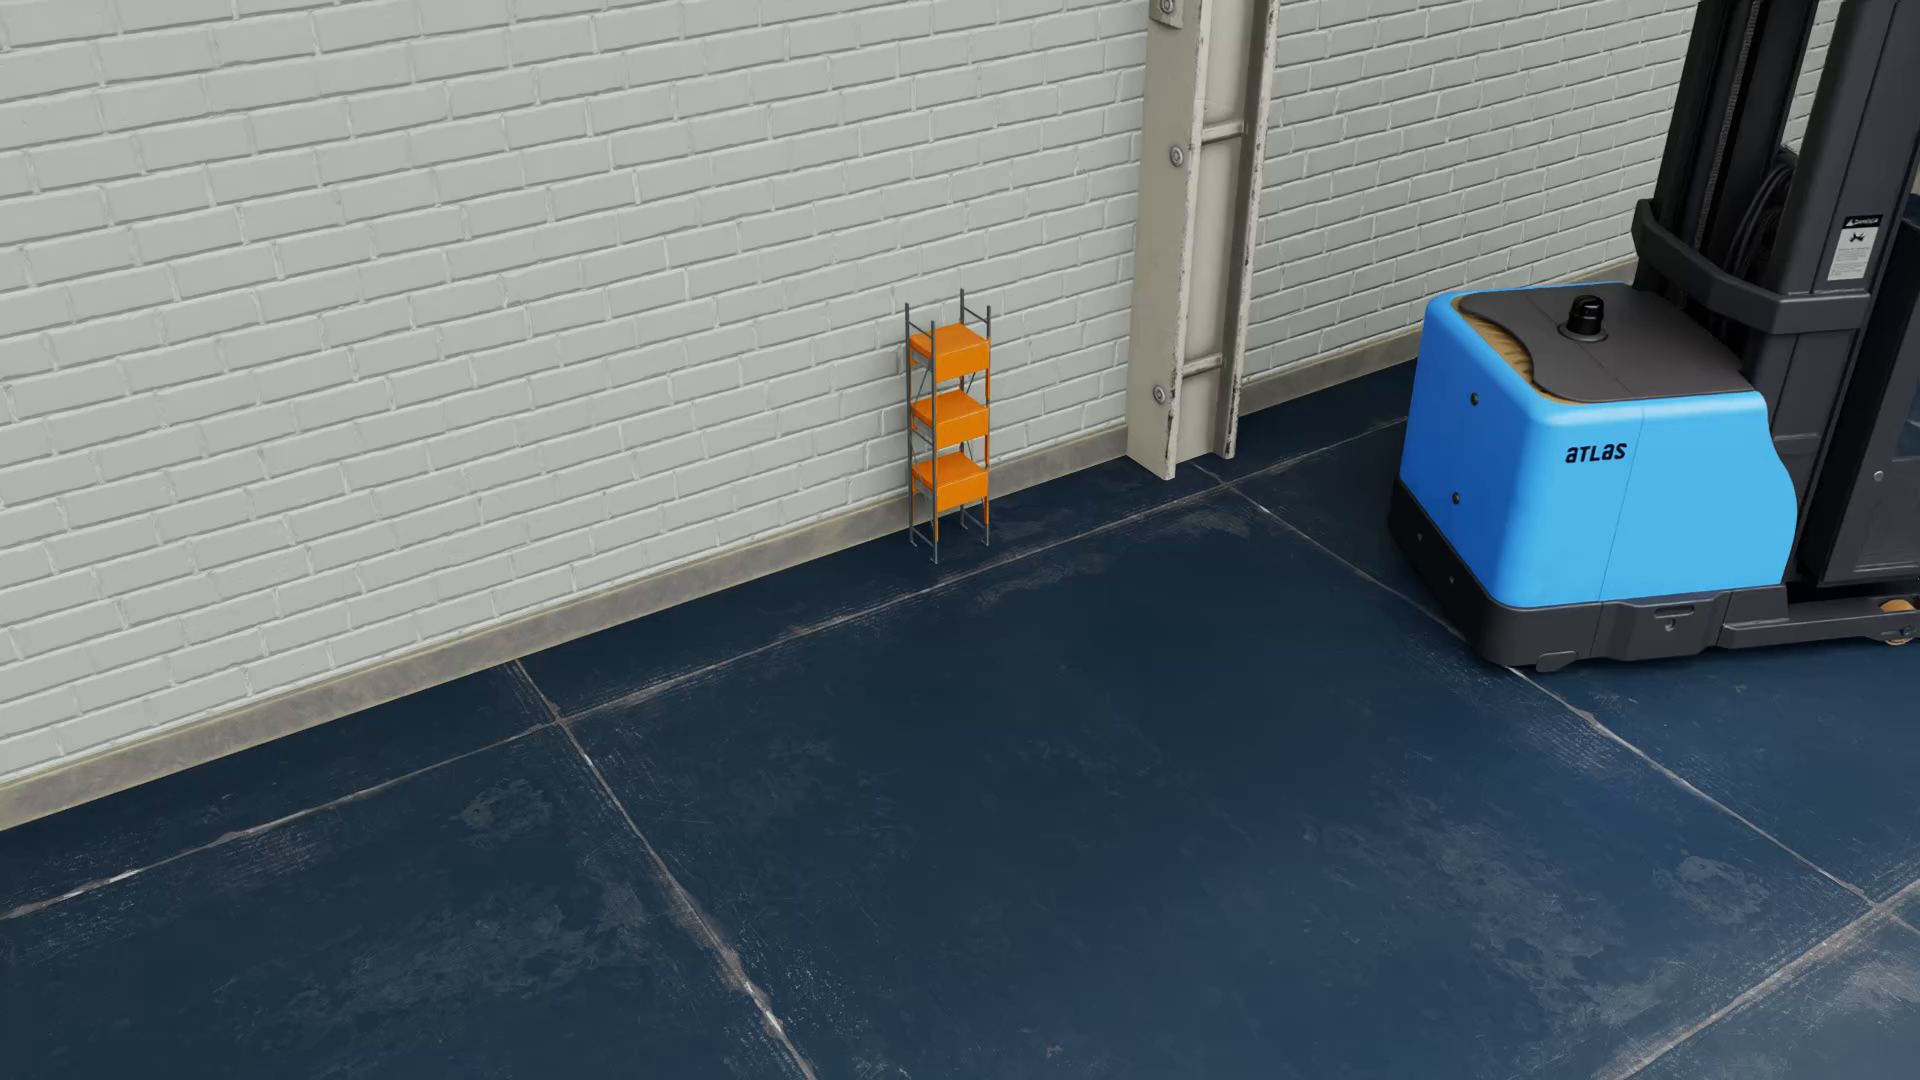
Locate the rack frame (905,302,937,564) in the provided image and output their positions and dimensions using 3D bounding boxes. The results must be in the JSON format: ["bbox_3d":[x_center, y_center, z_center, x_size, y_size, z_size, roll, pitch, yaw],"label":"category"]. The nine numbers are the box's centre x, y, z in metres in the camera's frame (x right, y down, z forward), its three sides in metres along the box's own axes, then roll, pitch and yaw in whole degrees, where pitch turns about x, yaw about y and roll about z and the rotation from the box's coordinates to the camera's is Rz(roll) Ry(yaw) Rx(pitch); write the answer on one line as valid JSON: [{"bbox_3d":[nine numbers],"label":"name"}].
[{"bbox_3d":[-0.147,-0.393,6.389,0.008,1.050,0.200,-19,37,-27],"label":"rack frame"}]

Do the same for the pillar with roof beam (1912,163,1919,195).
[{"bbox_3d":[8.342,-3.992,4.643,0.400,9.000,9.100,-19,37,-27],"label":"pillar with roof beam"}]

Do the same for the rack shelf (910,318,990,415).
[{"bbox_3d":[-0.045,-0.660,6.300,0.240,0.259,0.215,-19,37,-27],"label":"rack shelf"}]

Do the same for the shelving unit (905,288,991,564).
[{"bbox_3d":[-0.045,-0.429,6.445,0.252,1.050,0.215,-19,37,-27],"label":"shelving unit"}]

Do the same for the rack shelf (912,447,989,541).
[{"bbox_3d":[-0.045,-0.185,6.599,0.240,0.259,0.215,-19,37,-27],"label":"rack shelf"}]

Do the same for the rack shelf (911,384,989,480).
[{"bbox_3d":[-0.045,-0.420,6.451,0.240,0.259,0.215,-19,37,-27],"label":"rack shelf"}]

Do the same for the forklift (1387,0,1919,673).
[{"bbox_3d":[3.285,-1.127,5.789,3.031,2.935,1.130,-5,33,-8],"label":"forklift"}]

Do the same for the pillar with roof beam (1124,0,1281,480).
[{"bbox_3d":[3.299,-2.257,1.894,0.400,9.000,9.100,-19,37,-27],"label":"pillar with roof beam"}]

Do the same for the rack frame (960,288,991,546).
[{"bbox_3d":[0.058,-0.464,6.501,0.008,1.050,0.200,-19,37,-27],"label":"rack frame"}]
